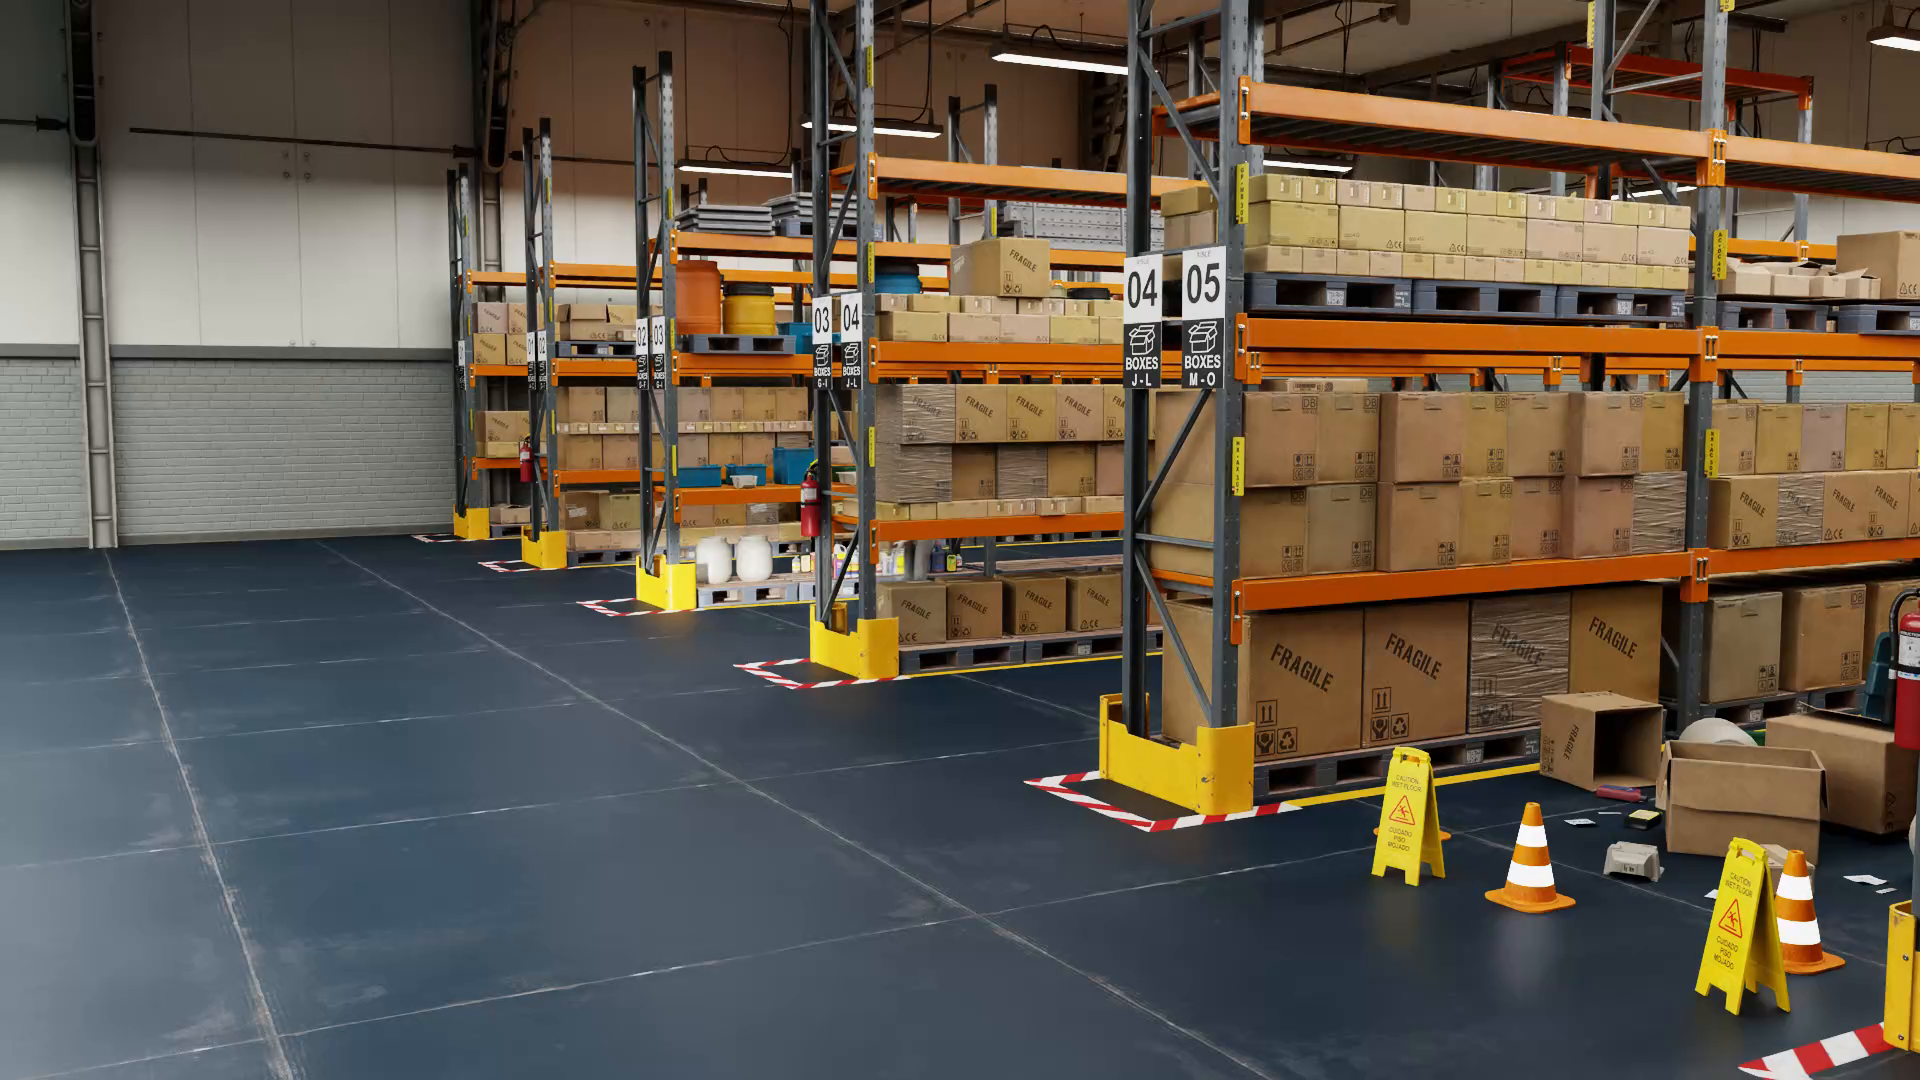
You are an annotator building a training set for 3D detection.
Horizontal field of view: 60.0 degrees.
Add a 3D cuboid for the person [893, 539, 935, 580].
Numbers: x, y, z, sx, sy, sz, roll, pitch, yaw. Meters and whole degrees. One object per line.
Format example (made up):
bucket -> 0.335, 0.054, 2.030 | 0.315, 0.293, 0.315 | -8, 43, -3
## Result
person -> -0.517, 0.013, 17.402 | 0.541, 1.665, 0.416 | -3, 6, -30
